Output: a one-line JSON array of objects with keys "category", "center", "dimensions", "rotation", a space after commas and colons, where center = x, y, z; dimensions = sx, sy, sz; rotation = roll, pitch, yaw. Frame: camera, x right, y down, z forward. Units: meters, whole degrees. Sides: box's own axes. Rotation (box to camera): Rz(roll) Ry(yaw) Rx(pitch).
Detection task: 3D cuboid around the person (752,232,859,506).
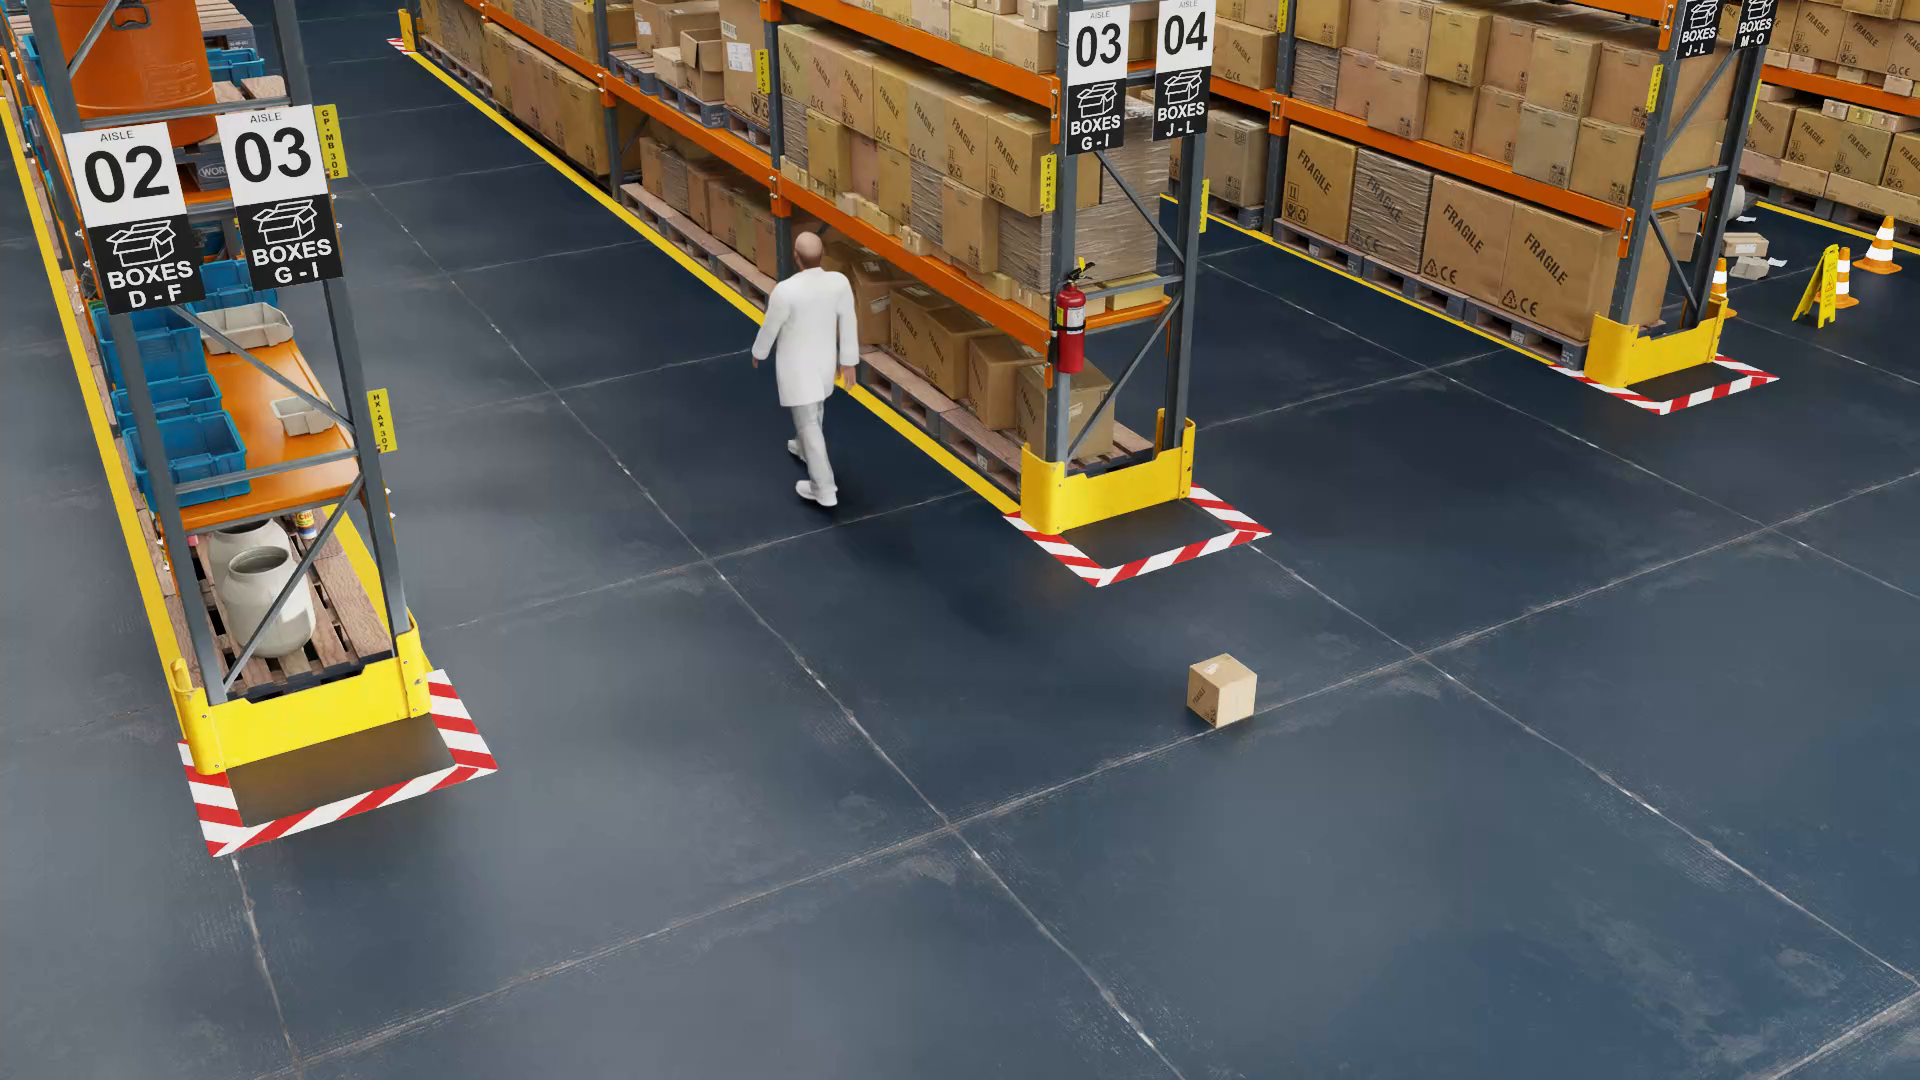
[{"category": "person", "center": [-1.039, -1.180, 10.716], "dimensions": [0.587, 1.738, 0.985], "rotation": [-20, 34, -32]}]
